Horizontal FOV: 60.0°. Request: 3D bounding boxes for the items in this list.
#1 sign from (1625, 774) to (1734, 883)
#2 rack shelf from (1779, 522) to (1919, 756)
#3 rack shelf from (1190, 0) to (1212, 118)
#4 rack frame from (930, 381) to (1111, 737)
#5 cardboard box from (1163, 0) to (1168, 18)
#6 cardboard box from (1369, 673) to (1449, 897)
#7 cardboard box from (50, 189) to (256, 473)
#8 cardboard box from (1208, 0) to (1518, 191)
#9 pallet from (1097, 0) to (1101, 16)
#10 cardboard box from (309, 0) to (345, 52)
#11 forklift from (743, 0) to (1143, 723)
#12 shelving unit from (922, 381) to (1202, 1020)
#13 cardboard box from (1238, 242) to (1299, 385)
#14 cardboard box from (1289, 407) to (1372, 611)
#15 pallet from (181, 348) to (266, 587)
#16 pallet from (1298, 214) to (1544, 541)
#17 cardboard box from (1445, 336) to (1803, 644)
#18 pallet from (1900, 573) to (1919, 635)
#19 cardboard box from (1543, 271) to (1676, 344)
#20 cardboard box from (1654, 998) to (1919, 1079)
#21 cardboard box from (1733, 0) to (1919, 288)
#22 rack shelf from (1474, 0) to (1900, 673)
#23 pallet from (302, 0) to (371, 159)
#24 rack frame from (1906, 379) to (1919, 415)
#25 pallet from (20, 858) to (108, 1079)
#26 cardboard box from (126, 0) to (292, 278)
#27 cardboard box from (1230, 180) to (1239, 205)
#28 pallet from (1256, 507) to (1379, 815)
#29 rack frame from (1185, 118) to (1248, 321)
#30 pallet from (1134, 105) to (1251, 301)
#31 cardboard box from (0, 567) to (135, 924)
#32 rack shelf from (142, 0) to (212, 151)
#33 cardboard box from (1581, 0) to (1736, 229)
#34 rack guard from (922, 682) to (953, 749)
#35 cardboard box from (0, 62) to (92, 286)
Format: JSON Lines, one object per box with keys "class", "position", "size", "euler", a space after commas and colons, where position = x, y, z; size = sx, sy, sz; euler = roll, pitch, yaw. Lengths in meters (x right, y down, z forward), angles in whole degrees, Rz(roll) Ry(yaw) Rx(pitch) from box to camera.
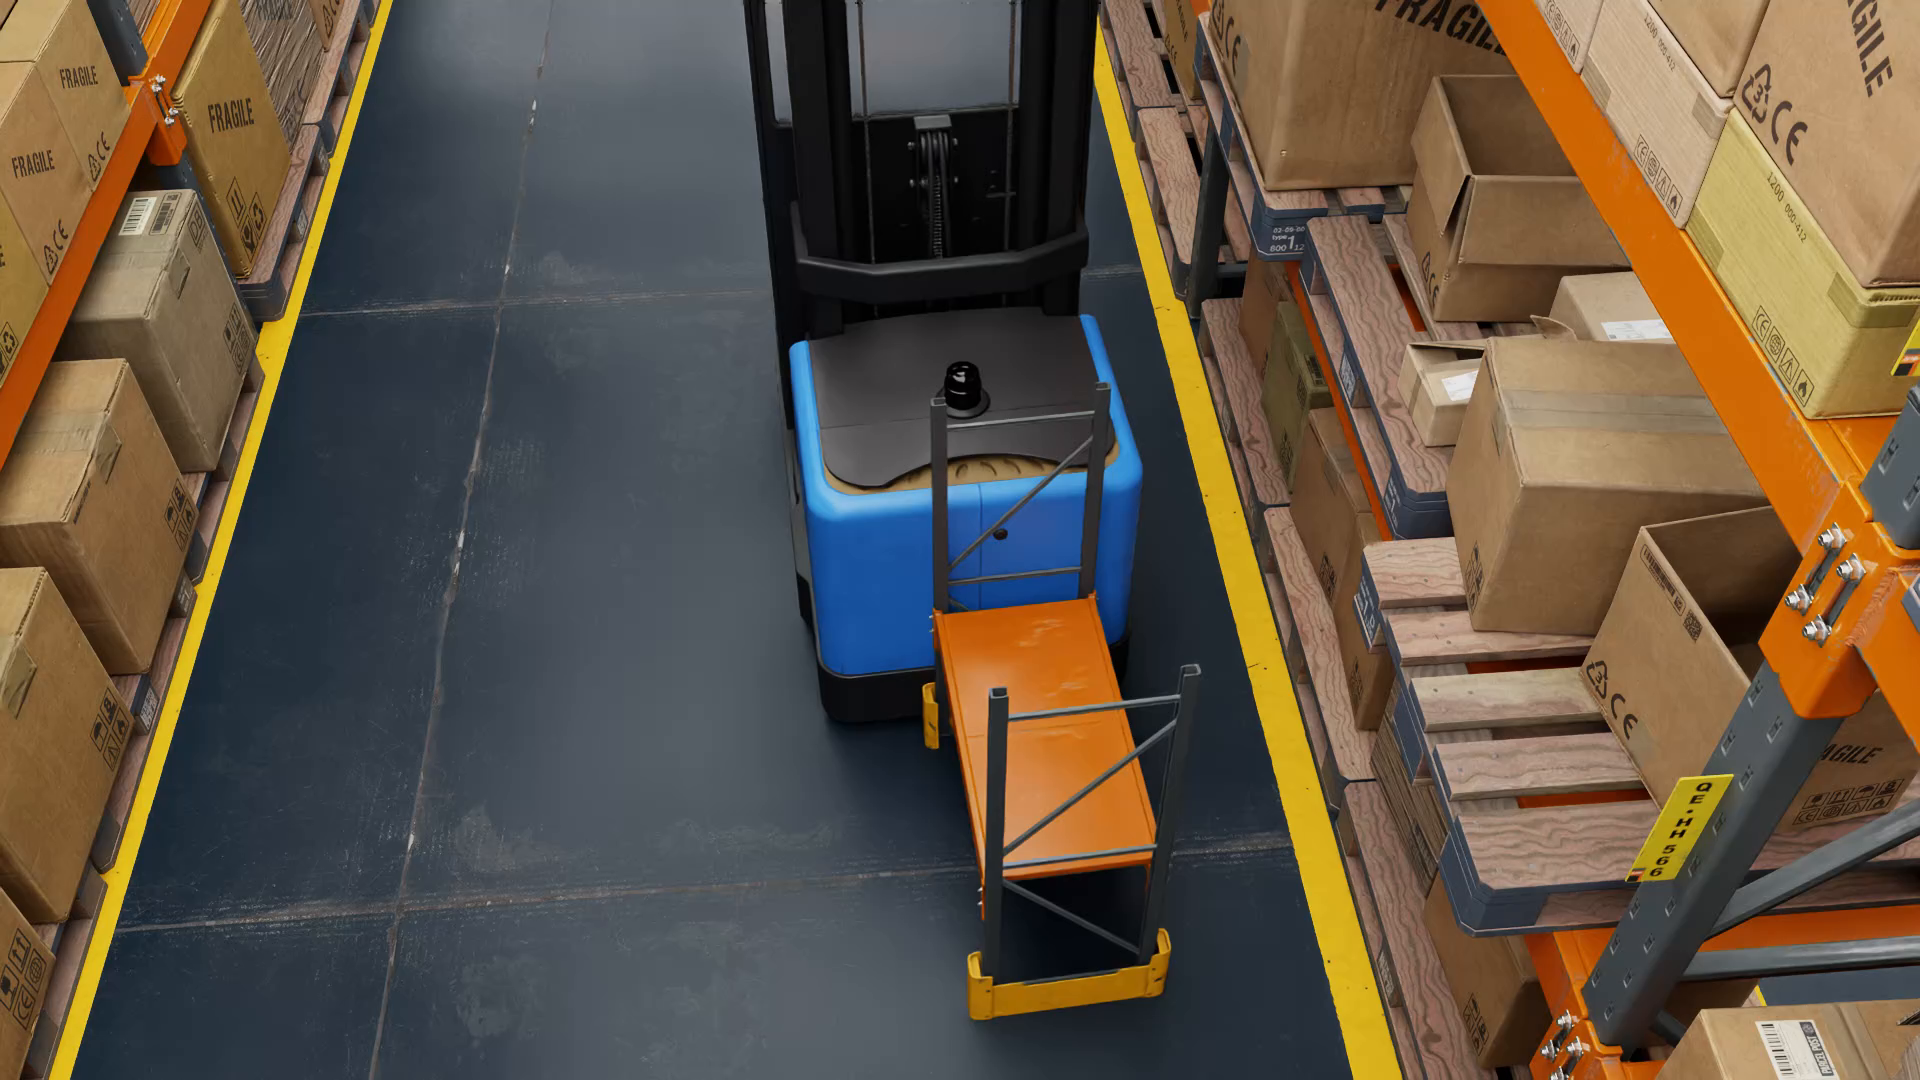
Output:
{"class": "sign", "position": [1.277, 0.516, 2.953], "size": [0.100, 0.325, 0.005], "euler": [-3, 47, -3]}
{"class": "rack shelf", "position": [1.984, 1.510, 1.184], "size": [1.077, 0.370, 4.000], "euler": [-3, 47, -3]}
{"class": "rack shelf", "position": [1.314, -3.247, 7.755], "size": [1.077, 0.370, 4.000], "euler": [-3, 47, -3]}
{"class": "rack frame", "position": [0.168, 0.114, 5.109], "size": [0.500, 1.500, 0.032], "euler": [-6, 47, -6]}
{"class": "cardboard box", "position": [1.300, -2.889, 8.352], "size": [0.500, 0.500, 0.500], "euler": [0, 47, 0]}
{"class": "cardboard box", "position": [1.681, 0.671, 4.967], "size": [0.700, 0.500, 0.500], "euler": [-7, 47, -7]}
{"class": "cardboard box", "position": [-3.328, -0.746, 6.151], "size": [1.050, 0.750, 0.750], "euler": [-4, 47, -3]}
{"class": "cardboard box", "position": [1.409, -1.815, 5.200], "size": [1.000, 1.000, 1.000], "euler": [-3, 47, -3]}
{"class": "pallet", "position": [1.186, -3.338, 9.266], "size": [1.003, 0.211, 1.213], "euler": [-3, 47, -3]}
{"class": "cardboard box", "position": [-3.606, -3.004, 8.203], "size": [0.875, 0.875, 0.875], "euler": [-4, 47, -4]}
{"class": "forklift", "position": [-0.154, -1.478, 5.631], "size": [1.130, 2.935, 3.031], "euler": [-6, 47, -6]}
{"class": "shelving unit", "position": [0.243, 0.485, 4.757], "size": [0.587, 1.500, 1.083], "euler": [-6, 47, -6]}
{"class": "cardboard box", "position": [1.512, -0.893, 6.449], "size": [0.700, 0.500, 0.500], "euler": [-7, 47, -6]}
{"class": "cardboard box", "position": [1.580, -0.142, 5.738], "size": [0.700, 0.500, 0.500], "euler": [-7, 47, -7]}
{"class": "pallet", "position": [-3.330, -0.306, 6.395], "size": [1.003, 0.211, 1.213], "euler": [-3, 47, -3]}
{"class": "pallet", "position": [1.610, -0.517, 4.806], "size": [1.003, 0.211, 1.213], "euler": [-3, 47, -3]}
{"class": "cardboard box", "position": [1.585, -0.118, 3.938], "size": [0.700, 0.500, 0.500], "euler": [3, 47, 3]}
{"class": "pallet", "position": [1.923, 0.343, 1.923], "size": [1.213, 0.211, 1.003], "euler": [-2, 47, -1]}
{"class": "cardboard box", "position": [1.906, -0.473, 4.446], "size": [0.500, 0.250, 0.500], "euler": [-5, 47, -4]}
{"class": "cardboard box", "position": [1.586, 1.181, 2.997], "size": [0.500, 0.500, 0.500], "euler": [-2, 47, -2]}
{"class": "cardboard box", "position": [1.527, -0.721, 2.388], "size": [0.500, 0.500, 0.500], "euler": [-2, 47, -2]}
{"class": "rack shelf", "position": [1.649, -1.384, 3.925], "size": [1.077, 0.370, 4.000], "euler": [-3, 47, -3]}
{"class": "pallet", "position": [-3.560, -2.300, 8.283], "size": [1.003, 0.211, 1.213], "euler": [-3, 47, -3]}
{"class": "rack frame", "position": [1.817, -1.216, 1.204], "size": [1.000, 3.000, 0.127], "euler": [-3, 47, -3]}
{"class": "pallet", "position": [-3.125, 1.459, 4.723], "size": [1.003, 0.211, 1.213], "euler": [-3, 47, -3]}
{"class": "cardboard box", "position": [-3.452, -1.692, 6.961], "size": [0.875, 0.875, 0.875], "euler": [-3, 47, -3]}
{"class": "cardboard box", "position": [1.488, -1.624, 7.154], "size": [0.500, 0.500, 0.500], "euler": [-5, 47, -5]}
{"class": "pallet", "position": [1.654, 0.360, 5.764], "size": [1.003, 0.211, 1.213], "euler": [-3, 47, -3]}
{"class": "rack frame", "position": [1.482, -2.047, 6.123], "size": [1.000, 3.000, 0.127], "euler": [-3, 47, -3]}
{"class": "pallet", "position": [1.390, -1.572, 7.594], "size": [1.003, 0.211, 1.213], "euler": [-3, 47, -3]}
{"class": "cardboard box", "position": [-3.172, 0.626, 4.851], "size": [1.050, 0.750, 0.750], "euler": [-3, 47, -3]}
{"class": "rack shelf", "position": [-3.637, -3.019, 7.538], "size": [1.077, 0.370, 4.000], "euler": [-3, 47, -3]}
{"class": "cardboard box", "position": [1.477, -0.820, 2.998], "size": [0.500, 0.250, 0.500], "euler": [-4, 47, -3]}
{"class": "rack guard", "position": [0.171, 0.557, 5.550], "size": [0.587, 0.250, 0.087], "euler": [-6, 47, -6]}
{"class": "cardboard box", "position": [-3.117, -1.126, 5.182], "size": [0.500, 0.500, 0.500], "euler": [-4, 47, -4]}
